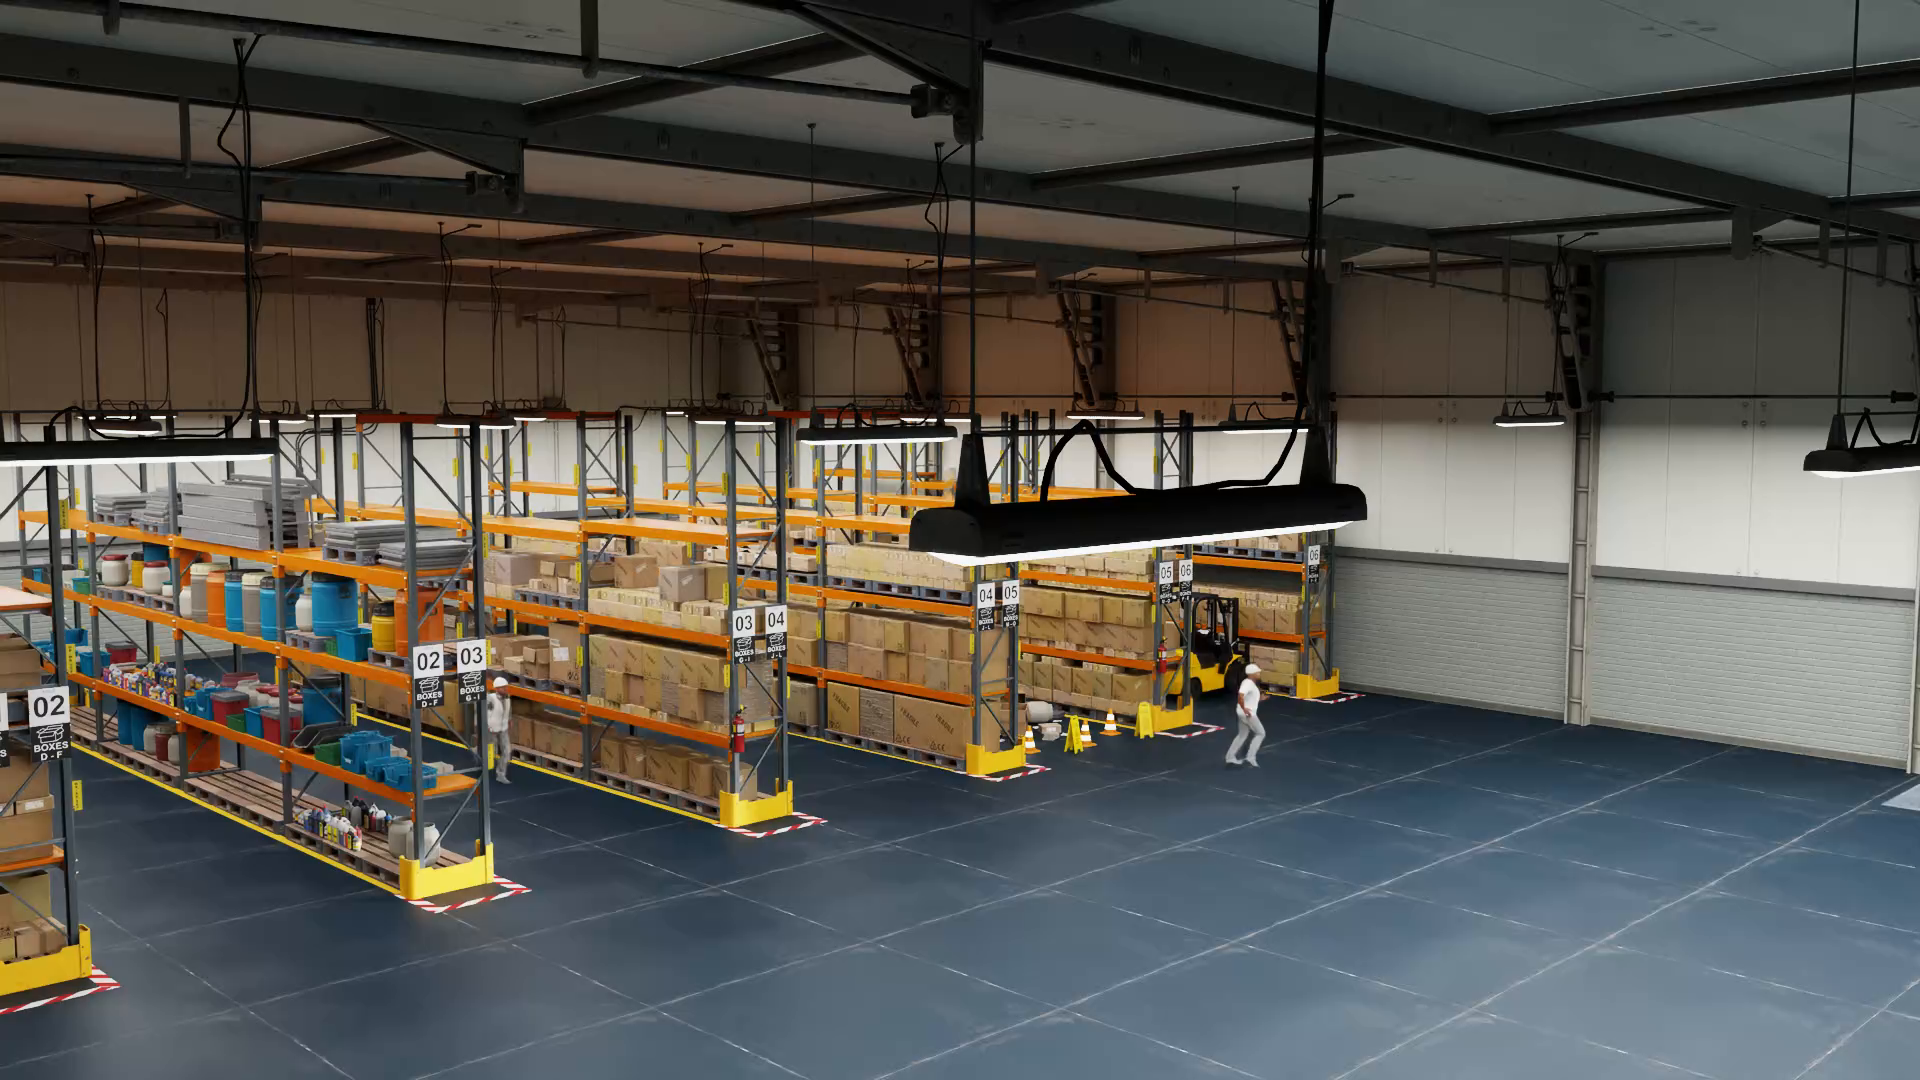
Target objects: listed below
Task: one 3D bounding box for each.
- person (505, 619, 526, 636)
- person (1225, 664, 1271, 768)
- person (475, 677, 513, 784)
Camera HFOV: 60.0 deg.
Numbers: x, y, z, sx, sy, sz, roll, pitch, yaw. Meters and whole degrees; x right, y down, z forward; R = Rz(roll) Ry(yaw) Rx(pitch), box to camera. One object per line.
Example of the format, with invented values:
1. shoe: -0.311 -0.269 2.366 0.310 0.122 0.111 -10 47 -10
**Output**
1. person: -11.070 1.845 41.518 0.683 1.757 0.722 2 5 20
2. person: 4.924 3.013 28.298 0.794 1.806 0.696 0 5 -1
3. person: -7.673 3.115 27.381 0.821 1.755 0.671 4 6 38
